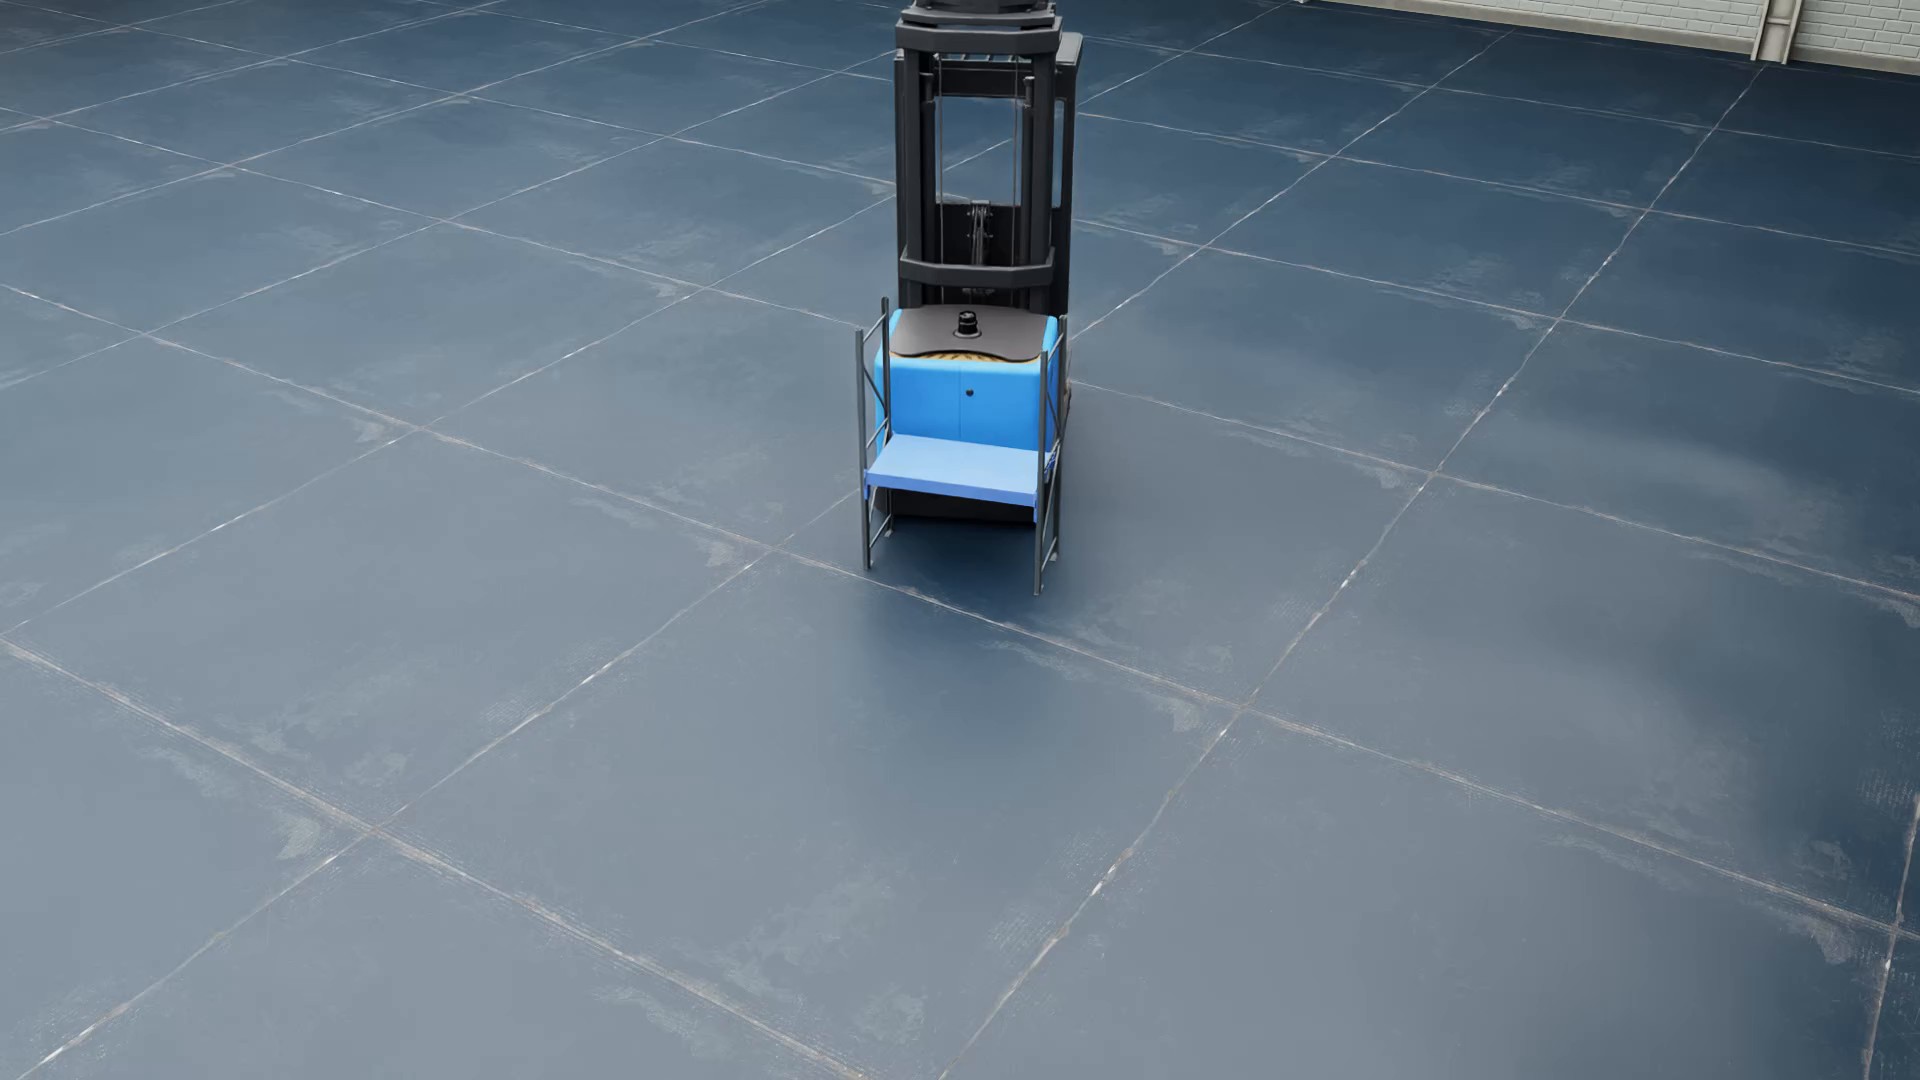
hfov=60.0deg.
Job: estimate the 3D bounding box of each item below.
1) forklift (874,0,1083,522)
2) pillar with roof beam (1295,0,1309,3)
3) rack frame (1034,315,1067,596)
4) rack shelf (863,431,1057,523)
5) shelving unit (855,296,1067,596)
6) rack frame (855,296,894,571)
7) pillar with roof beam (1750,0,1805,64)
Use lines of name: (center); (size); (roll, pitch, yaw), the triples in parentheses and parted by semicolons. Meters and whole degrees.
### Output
forklift: (0.179, -2.091, 10.598); (1.130, 2.935, 3.031); (3, 30, 6)
pillar with roof beam: (2.215, -9.342, 17.006); (0.400, 9.000, 9.100); (18, 35, 27)
rack frame: (0.500, -0.454, 9.211); (0.032, 1.500, 0.500); (8, 31, 13)
rack shelf: (0.010, -0.367, 9.420); (1.000, 0.185, 0.538); (8, 31, 13)
shelving unit: (0.010, -0.522, 9.329); (1.048, 1.500, 0.538); (8, 31, 13)
rack frame: (-0.480, -0.591, 9.447); (0.032, 1.500, 0.500); (8, 31, 13)
pillar with roof beam: (7.297, -7.735, 14.250); (0.400, 9.000, 9.100); (18, 35, 27)
